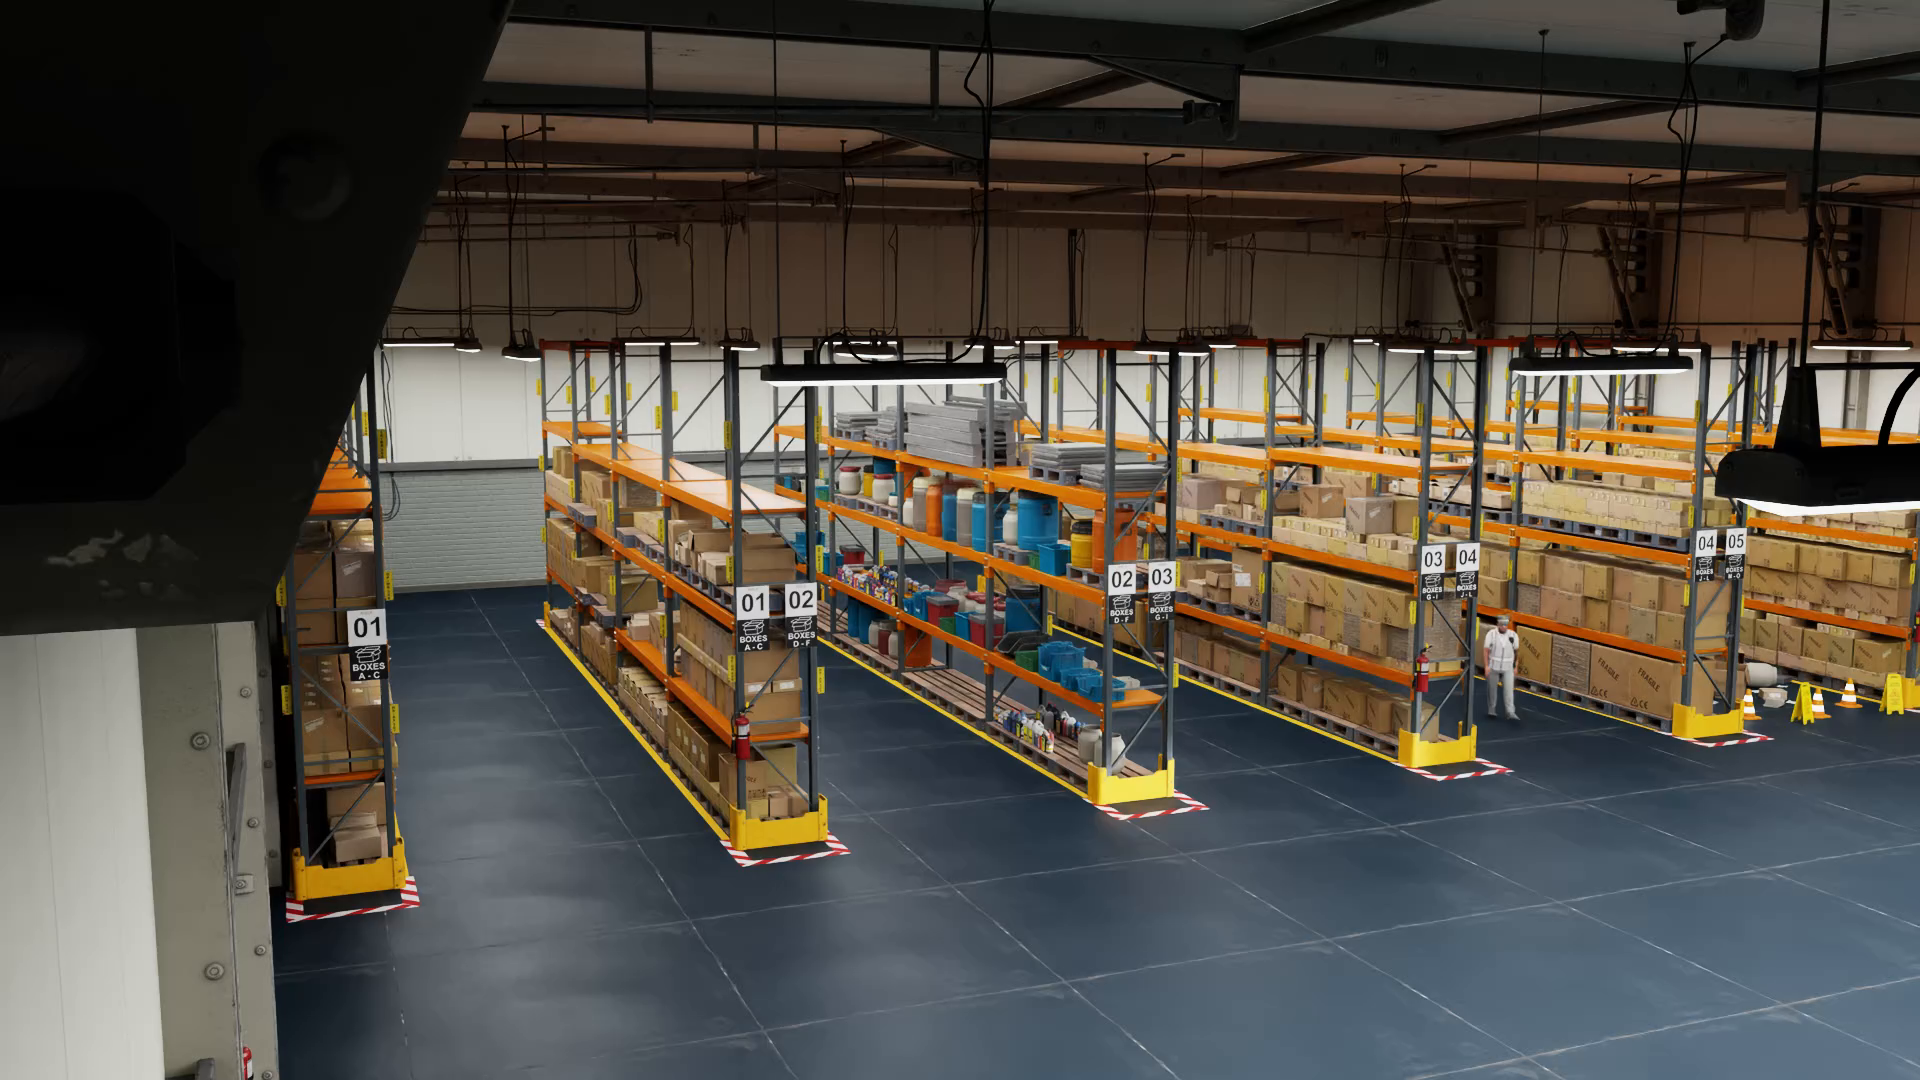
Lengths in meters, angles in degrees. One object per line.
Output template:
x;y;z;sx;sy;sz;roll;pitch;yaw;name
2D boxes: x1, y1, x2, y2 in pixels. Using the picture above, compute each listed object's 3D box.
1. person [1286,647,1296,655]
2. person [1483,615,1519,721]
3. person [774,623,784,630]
6.096;1.547;30.415;0.685;1.834;0.579;-2;8;-18;person
8.619;2.031;26.489;0.562;1.698;1.093;2;8;14;person
-3.634;1.187;33.138;0.591;1.756;0.544;2;8;14;person
